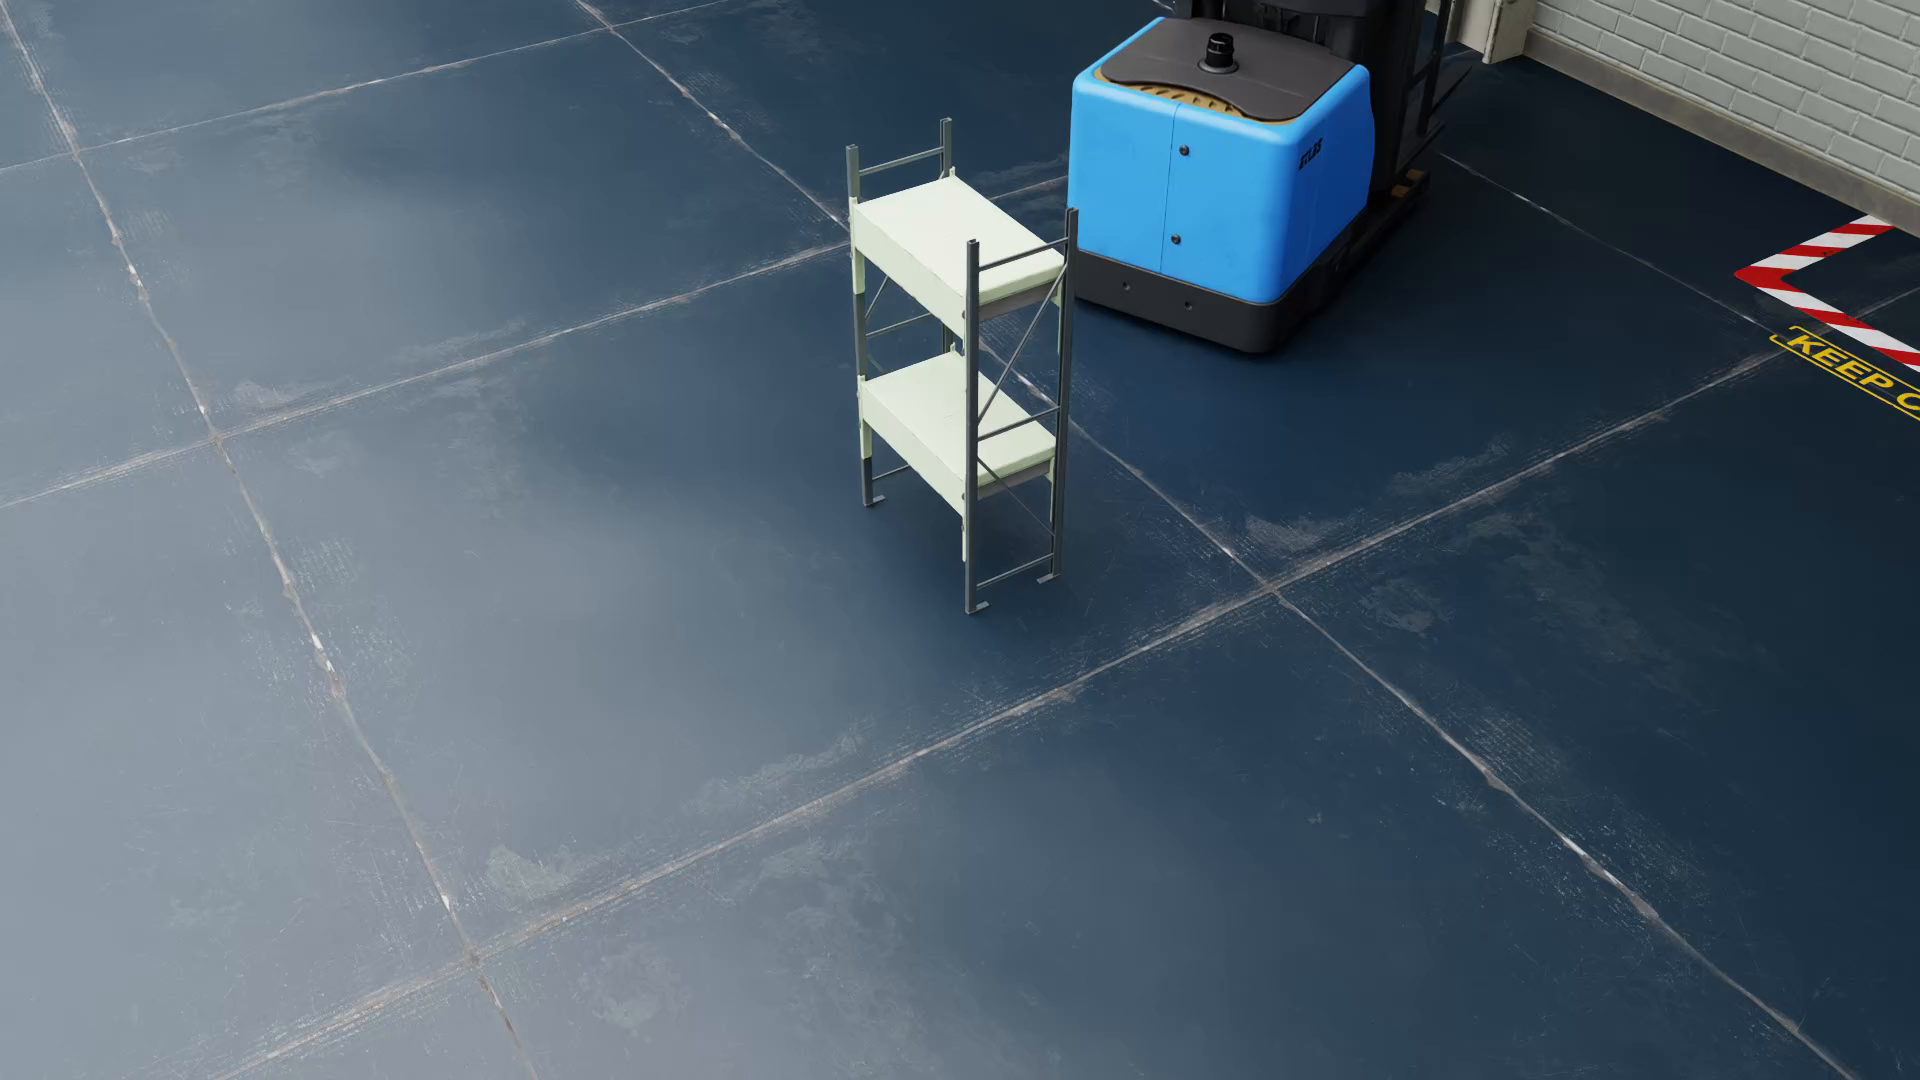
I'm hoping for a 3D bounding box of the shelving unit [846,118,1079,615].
[{"bbox_3d":[-0.004,-0.580,5.774,0.431,1.500,0.755,-22,45,-24],"label":"shelving unit"}]

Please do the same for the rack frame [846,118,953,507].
[{"bbox_3d":[-0.200,-0.777,6.011,0.400,1.500,0.023,-22,45,-24],"label":"rack frame"}]

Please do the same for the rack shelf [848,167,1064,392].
[{"bbox_3d":[-0.004,-0.880,5.524,0.431,0.370,0.720,-22,45,-24],"label":"rack shelf"}]

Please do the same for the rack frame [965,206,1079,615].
[{"bbox_3d":[0.193,-0.382,5.537,0.400,1.500,0.023,-22,45,-24],"label":"rack frame"}]

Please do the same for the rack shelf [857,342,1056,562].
[{"bbox_3d":[-0.004,-0.329,5.983,0.431,0.370,0.720,-22,45,-24],"label":"rack shelf"}]

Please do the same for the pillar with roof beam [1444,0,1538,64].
[{"bbox_3d":[-0.582,-4.855,5.047,9.100,9.000,0.400,-22,45,-24],"label":"pillar with roof beam"}]

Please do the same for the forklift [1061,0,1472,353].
[{"bbox_3d":[1.672,-2.839,7.368,1.130,2.935,3.031,22,45,25],"label":"forklift"}]
